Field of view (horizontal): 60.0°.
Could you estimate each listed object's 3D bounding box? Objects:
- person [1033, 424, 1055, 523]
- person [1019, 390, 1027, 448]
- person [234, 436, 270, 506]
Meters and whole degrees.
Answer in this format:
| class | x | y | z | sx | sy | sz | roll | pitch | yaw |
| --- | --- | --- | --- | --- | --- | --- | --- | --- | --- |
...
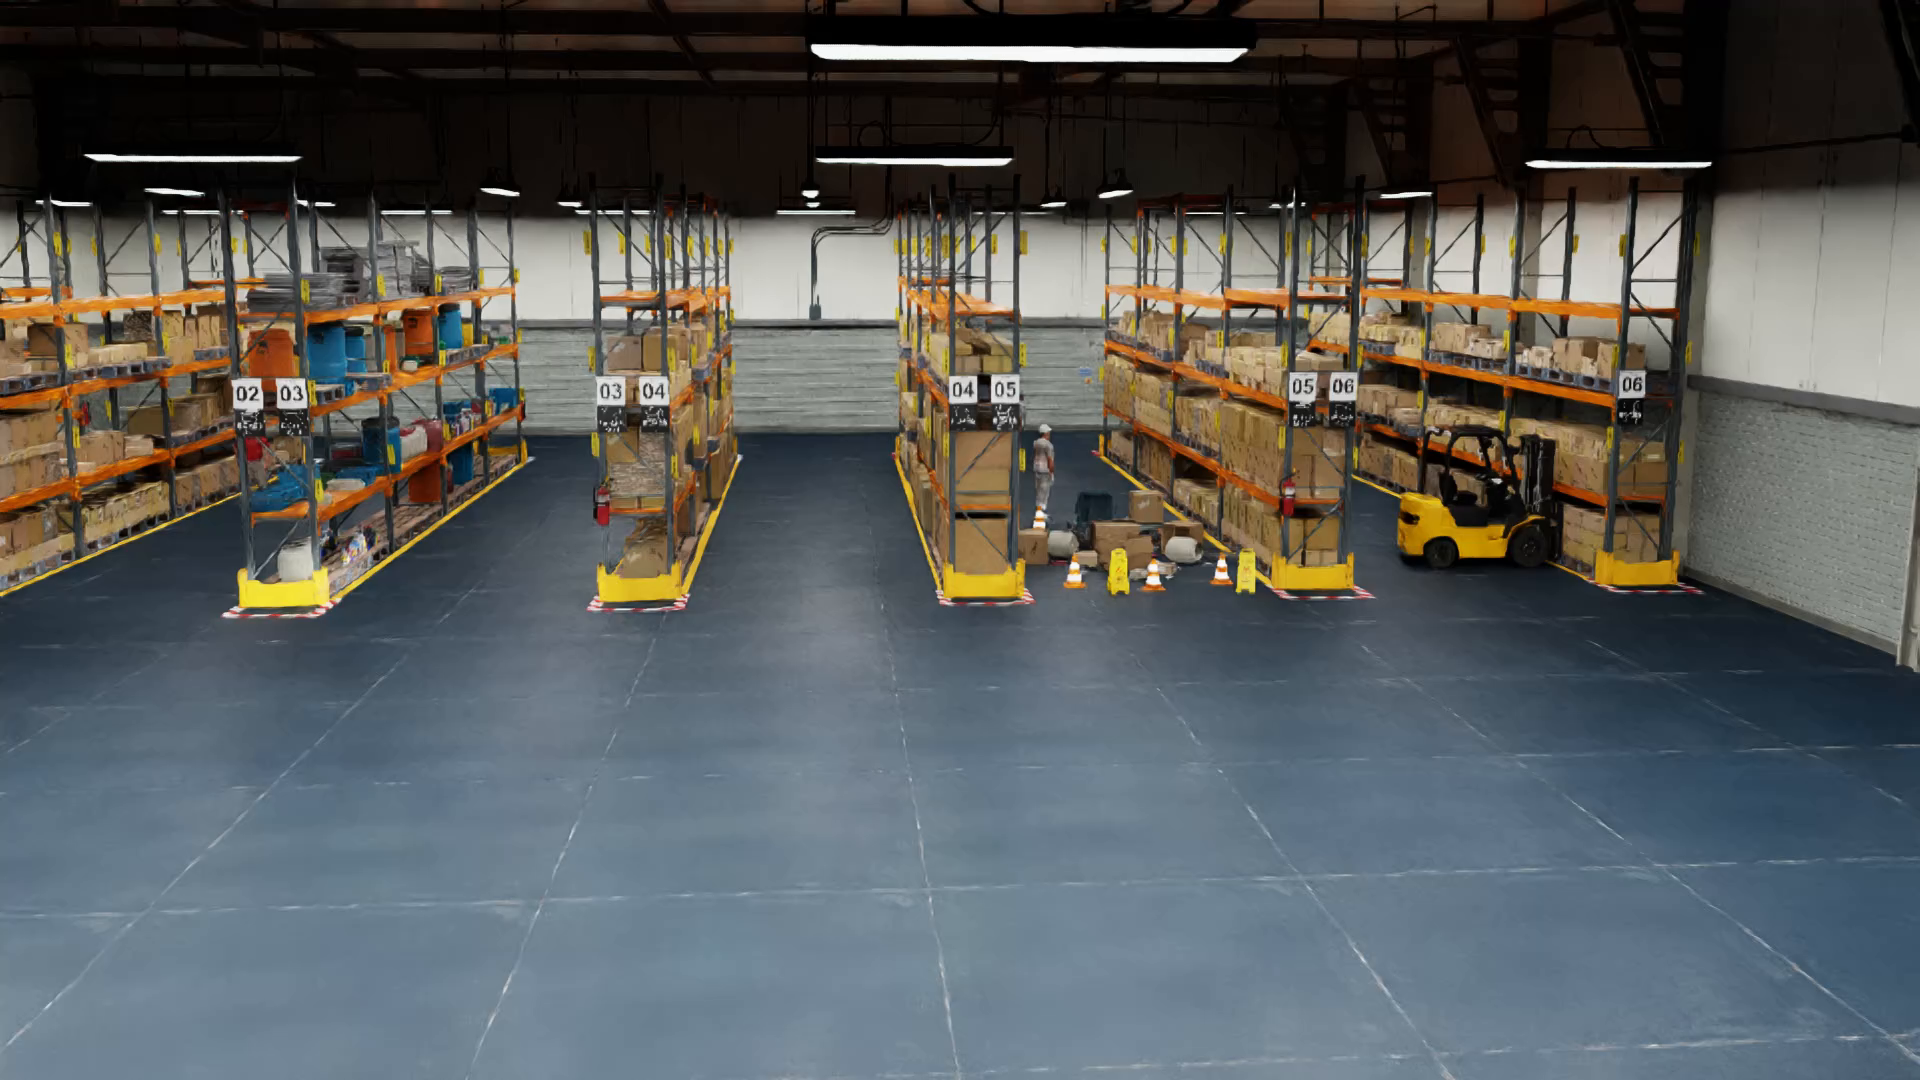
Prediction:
| class | x | y | z | sx | sy | sz | roll | pitch | yaw |
| --- | --- | --- | --- | --- | --- | --- | --- | --- | --- |
| person | 1.568 | -1.233 | 30.405 | 0.471 | 1.789 | 0.622 | -6 | 11 | -29 |
| person | 1.374 | -2.689 | 39.116 | 0.489 | 1.664 | 0.651 | -2 | 10 | -11 |
| person | -13.680 | -1.462 | 32.190 | 0.682 | 1.676 | 0.535 | -1 | 10 | -6 |
